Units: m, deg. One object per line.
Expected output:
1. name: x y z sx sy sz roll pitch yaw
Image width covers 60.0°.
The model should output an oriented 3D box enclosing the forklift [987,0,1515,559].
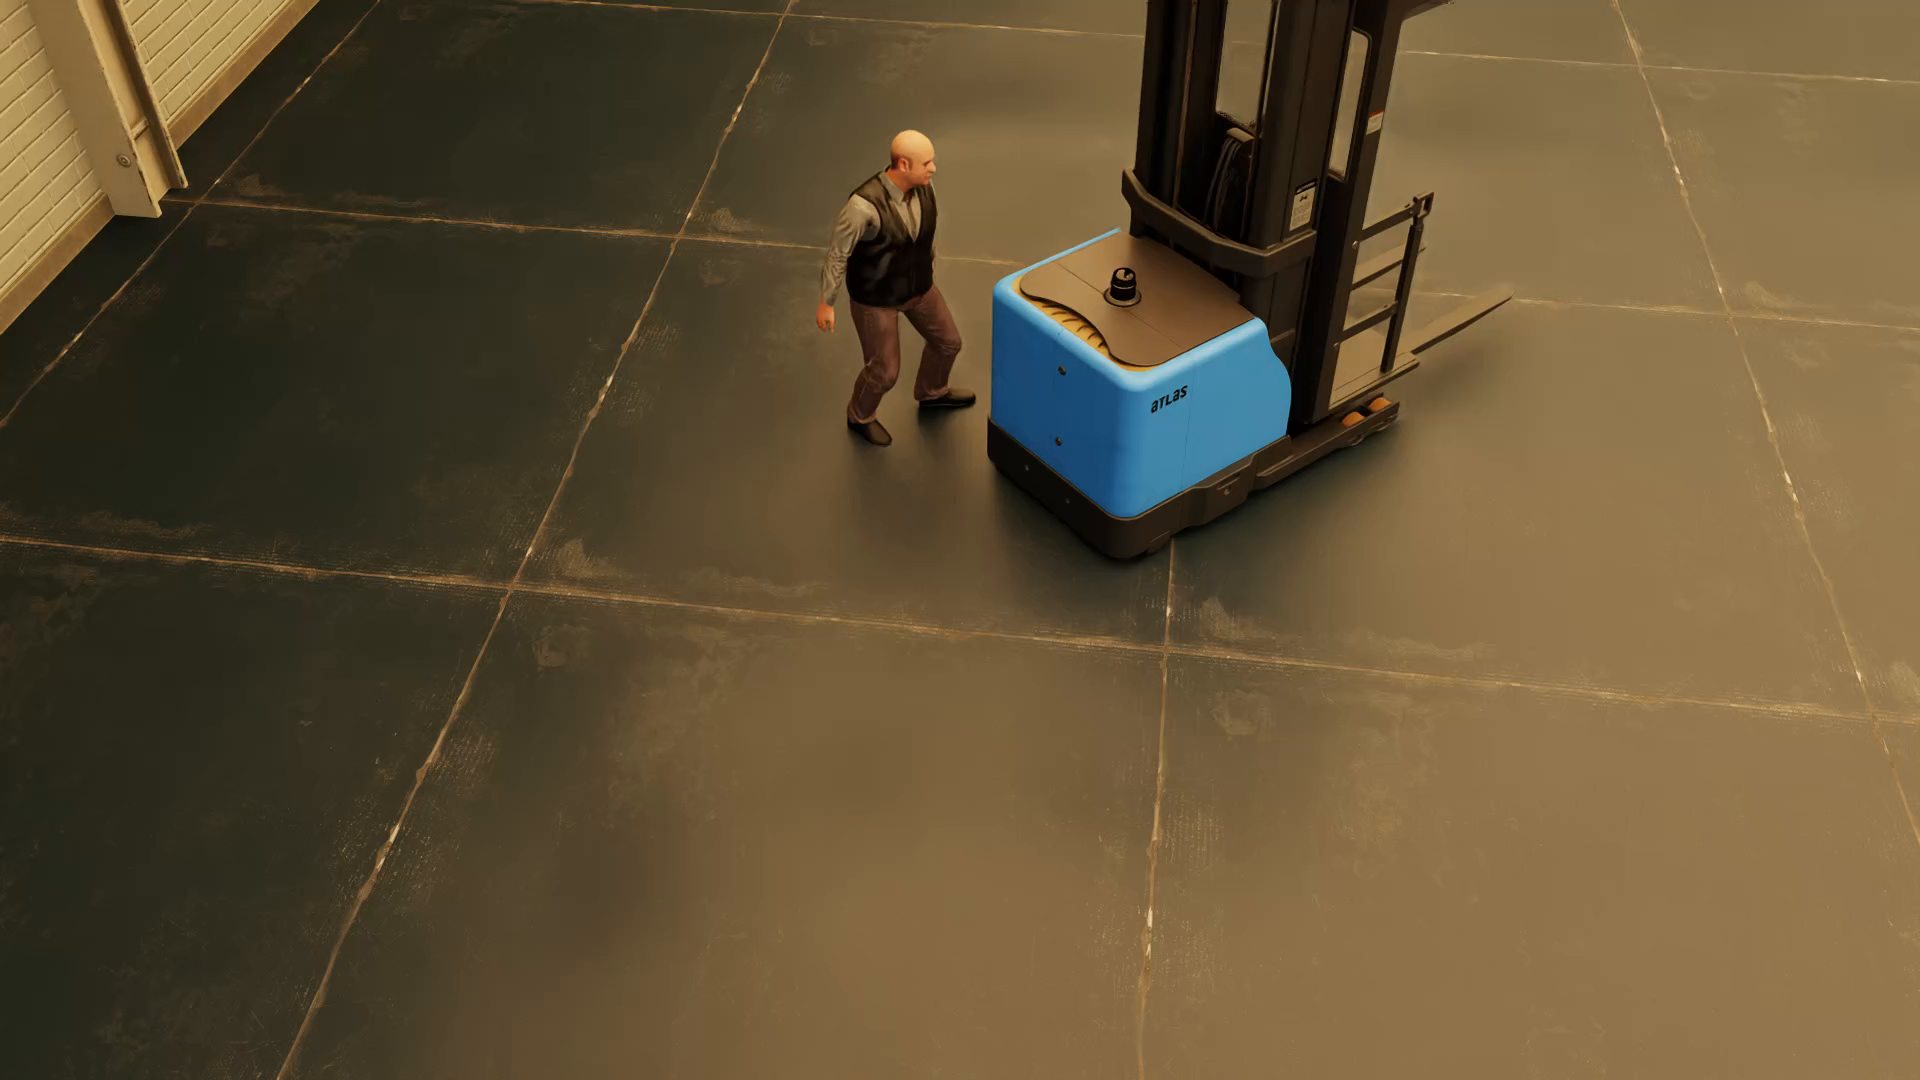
1. forklift: 1.611 -1.816 7.702 3.031 2.935 1.130 -28 49 -27

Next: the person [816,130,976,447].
1. person: -0.320 -1.207 7.980 0.864 1.694 0.408 -33 52 -30
